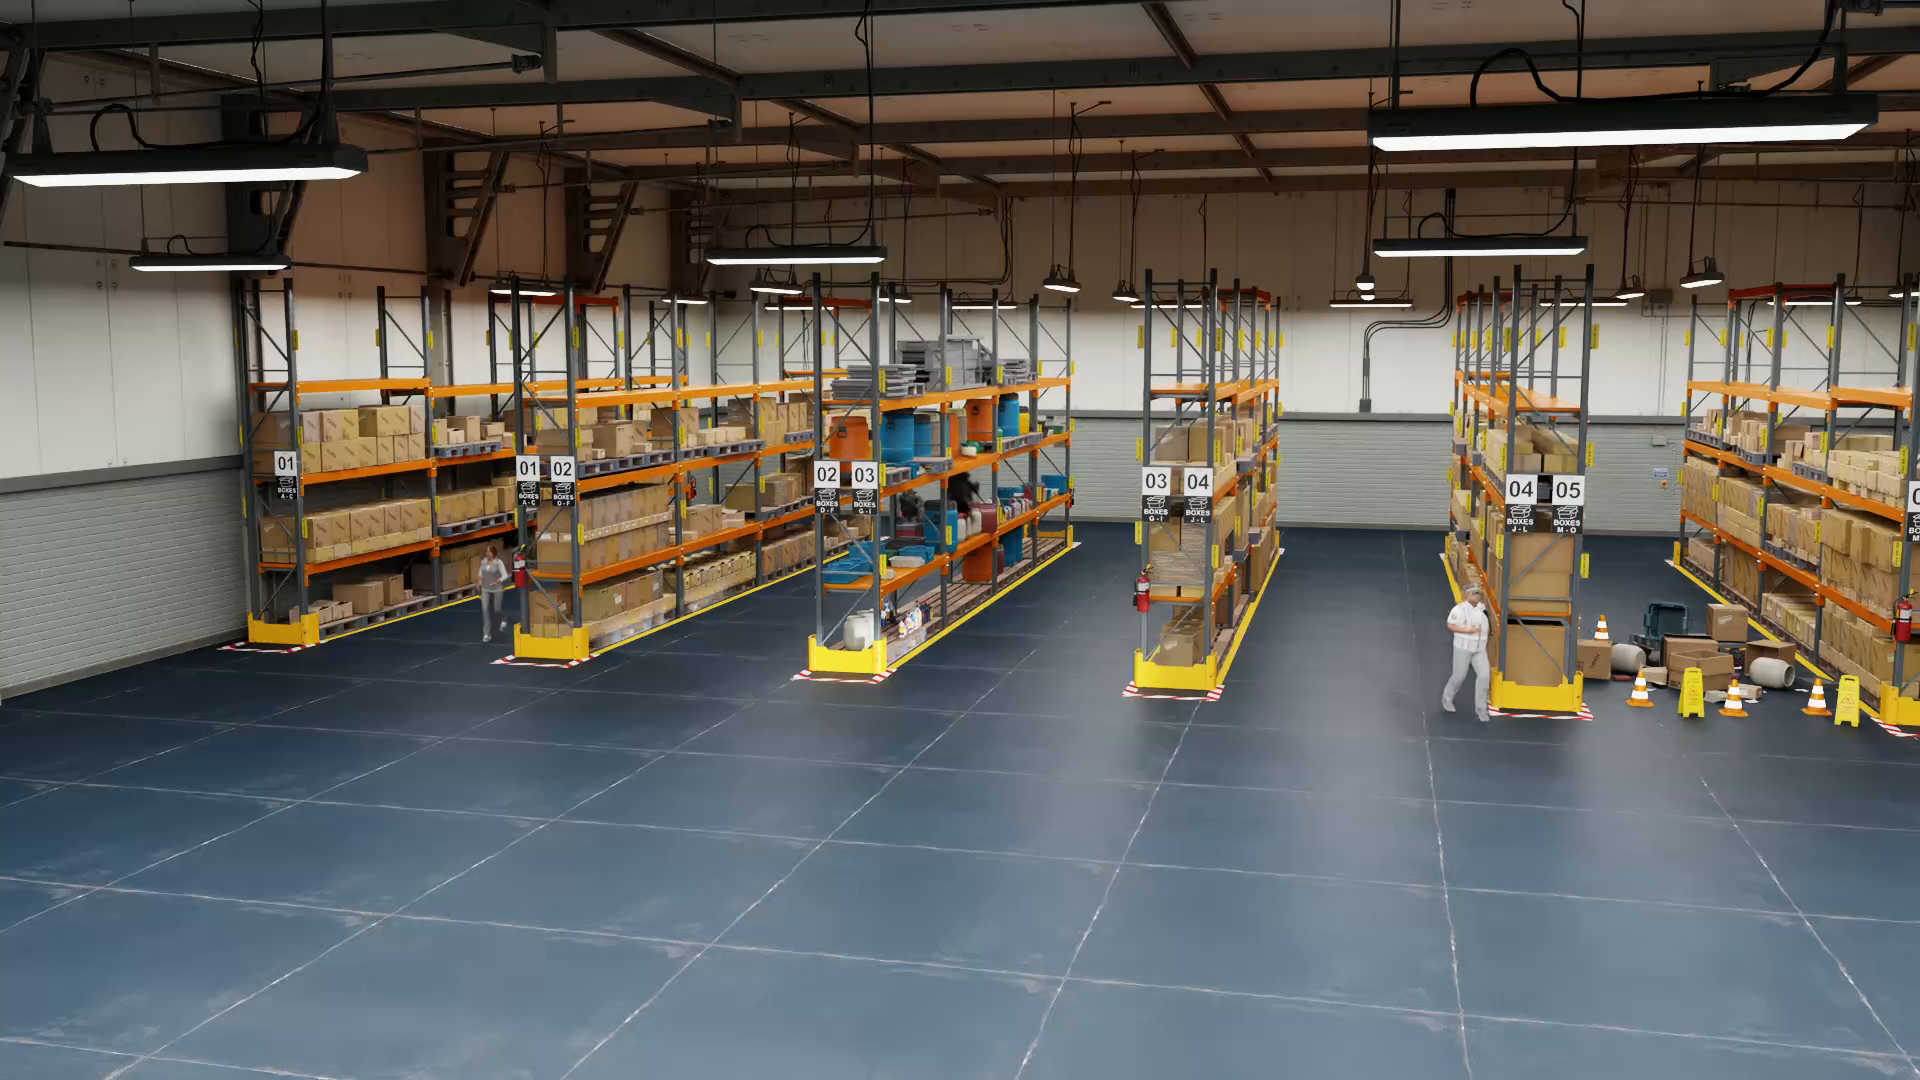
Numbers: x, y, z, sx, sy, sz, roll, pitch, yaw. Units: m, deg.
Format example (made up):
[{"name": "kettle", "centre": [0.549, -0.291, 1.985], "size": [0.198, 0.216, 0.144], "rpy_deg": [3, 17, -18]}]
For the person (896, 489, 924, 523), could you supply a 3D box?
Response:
[{"name": "person", "centre": [-1.187, -0.541, 39.378], "size": [0.693, 1.698, 0.596], "rpy_deg": [-1, 7, -5]}]

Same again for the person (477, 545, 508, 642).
[{"name": "person", "centre": [-7.850, 0.865, 27.921], "size": [0.558, 1.588, 0.855], "rpy_deg": [1, 7, 6]}]

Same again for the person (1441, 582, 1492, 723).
[{"name": "person", "centre": [6.779, 1.472, 22.152], "size": [0.661, 1.847, 0.793], "rpy_deg": [-2, 7, -15]}]
